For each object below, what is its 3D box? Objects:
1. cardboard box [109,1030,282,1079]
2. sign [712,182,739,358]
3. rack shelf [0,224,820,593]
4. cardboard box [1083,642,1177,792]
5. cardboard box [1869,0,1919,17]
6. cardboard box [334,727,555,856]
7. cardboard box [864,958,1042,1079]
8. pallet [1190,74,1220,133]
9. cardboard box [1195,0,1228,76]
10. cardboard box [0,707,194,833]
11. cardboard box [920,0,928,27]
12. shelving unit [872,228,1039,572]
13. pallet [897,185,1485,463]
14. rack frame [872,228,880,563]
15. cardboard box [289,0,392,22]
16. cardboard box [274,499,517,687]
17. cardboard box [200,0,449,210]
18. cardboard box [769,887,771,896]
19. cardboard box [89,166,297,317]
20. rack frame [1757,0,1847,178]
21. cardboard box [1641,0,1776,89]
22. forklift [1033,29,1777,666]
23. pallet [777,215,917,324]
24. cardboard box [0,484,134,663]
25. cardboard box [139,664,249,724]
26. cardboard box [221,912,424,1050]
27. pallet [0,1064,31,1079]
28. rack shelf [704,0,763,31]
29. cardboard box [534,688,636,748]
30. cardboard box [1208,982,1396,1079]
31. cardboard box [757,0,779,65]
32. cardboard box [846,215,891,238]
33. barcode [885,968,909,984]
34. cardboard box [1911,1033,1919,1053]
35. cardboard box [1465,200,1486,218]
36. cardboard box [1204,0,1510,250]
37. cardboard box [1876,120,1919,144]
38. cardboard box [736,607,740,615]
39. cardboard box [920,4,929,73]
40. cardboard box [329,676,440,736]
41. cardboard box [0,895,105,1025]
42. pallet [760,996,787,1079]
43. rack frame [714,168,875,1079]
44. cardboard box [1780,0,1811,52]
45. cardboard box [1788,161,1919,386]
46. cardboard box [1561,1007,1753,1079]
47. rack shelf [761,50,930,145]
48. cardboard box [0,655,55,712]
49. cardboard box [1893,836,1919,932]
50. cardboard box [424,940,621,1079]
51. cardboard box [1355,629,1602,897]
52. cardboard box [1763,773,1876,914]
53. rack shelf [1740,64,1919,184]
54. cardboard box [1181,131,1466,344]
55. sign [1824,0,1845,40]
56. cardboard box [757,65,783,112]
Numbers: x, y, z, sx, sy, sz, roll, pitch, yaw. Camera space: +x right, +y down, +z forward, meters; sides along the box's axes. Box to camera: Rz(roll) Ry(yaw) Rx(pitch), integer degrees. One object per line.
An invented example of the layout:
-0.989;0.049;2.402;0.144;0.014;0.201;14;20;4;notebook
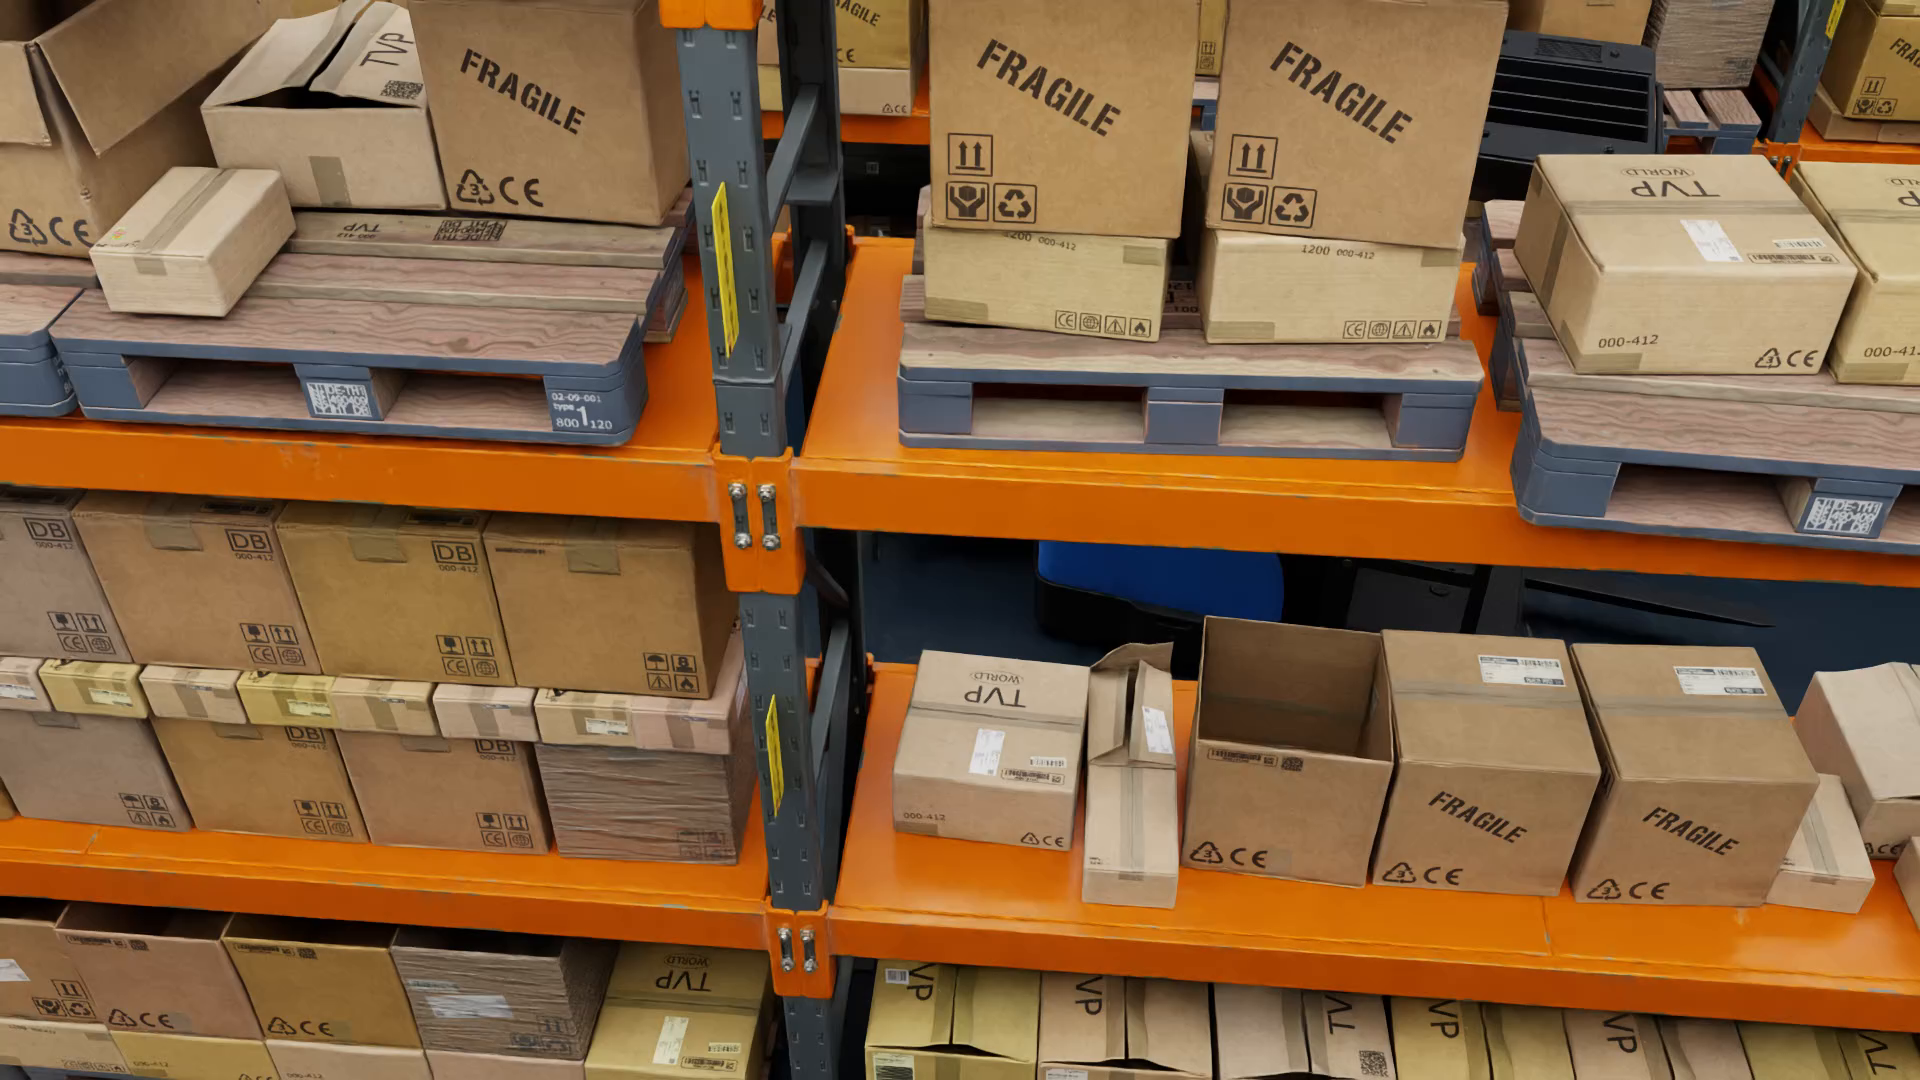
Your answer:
-2.373;1.475;5.408;0.500;0.250;0.500;3;39;4;cardboard box
-0.443;-0.508;3.150;0.005;0.325;0.100;3;39;4;sign
-2.389;-0.456;4.128;4.000;0.370;1.077;3;39;4;rack shelf
0.495;0.522;4.839;0.258;0.266;0.396;2;39;3;cardboard box
4.471;-2.625;7.674;0.500;0.250;0.500;4;39;5;cardboard box
-1.366;0.454;4.737;0.500;0.500;0.700;3;39;3;cardboard box
-0.007;1.402;5.052;0.500;0.311;0.500;3;39;4;cardboard box
0.776;-2.371;8.439;1.213;0.211;1.003;3;39;4;pallet
1.087;-2.704;8.268;0.500;0.500;0.700;7;40;8;cardboard box
-2.375;0.397;4.807;0.500;0.500;0.700;4;39;5;cardboard box
-0.423;-2.976;8.539;0.500;0.500;0.500;2;39;3;cardboard box
-0.007;-0.582;7.277;0.755;1.500;0.431;3;39;4;shelving unit
0.483;-0.512;3.778;1.217;0.209;0.805;2;39;2;pallet
-0.371;-0.602;7.301;0.023;1.500;0.400;3;39;4;rack frame
-3.017;-2.789;8.309;0.500;0.500;0.500;3;39;4;cardboard box
-1.343;-0.052;4.330;0.500;0.500;0.700;3;39;4;cardboard box
-1.414;-1.031;3.892;0.500;0.311;0.500;1;39;1;cardboard box
-0.832;0.928;5.485;0.500;0.500;0.500;3;39;4;cardboard box
-1.622;-0.640;3.539;0.250;0.149;0.380;3;39;4;cardboard box
4.012;-2.361;8.274;0.127;3.000;1.000;3;39;4;rack frame
3.543;-2.589;8.127;0.500;0.500;0.700;-1;39;-1;cardboard box
1.894;-0.740;6.338;3.031;2.935;1.130;12;41;14;forklift
-0.645;-1.511;9.440;1.213;0.211;1.003;3;39;4;pallet
-2.339;-0.107;4.398;0.500;0.500;0.700;3;39;4;cardboard box
-1.951;0.297;4.416;0.250;0.149;0.380;4;39;5;cardboard box
-1.873;1.203;5.148;0.500;0.500;0.500;3;39;4;cardboard box
-3.616;1.416;5.843;1.213;0.211;1.003;3;39;4;pallet
1.596;-1.246;3.040;4.000;0.370;1.077;3;39;4;rack shelf
-0.932;0.352;4.348;0.250;0.149;0.380;2;39;3;cardboard box
1.007;1.460;4.981;0.500;0.311;0.500;2;39;2;cardboard box
-0.969;-2.674;8.168;0.500;0.500;0.500;3;39;4;cardboard box
-0.509;-1.661;9.310;0.250;0.166;0.380;-2;39;-2;cardboard box
-0.179;1.239;4.722;0.075;0.075;0.001;3;39;4;barcode
3.045;1.567;4.849;0.500;0.311;0.500;4;39;5;cardboard box
2.728;-1.929;8.782;0.500;0.250;0.500;4;39;5;cardboard box
0.784;-0.947;3.353;0.500;0.500;0.500;7;40;8;cardboard box
4.570;-2.088;8.122;0.250;0.149;0.380;4;39;4;cardboard box
-0.648;0.110;4.645;0.250;0.149;0.380;3;39;4;cardboard box
-0.423;-2.689;8.780;0.500;0.250;0.500;4;39;4;cardboard box
-1.455;0.326;4.381;0.250;0.149;0.380;3;39;4;cardboard box
-2.869;1.146;5.217;0.500;0.500;0.500;3;39;4;cardboard box
-1.186;1.549;5.680;1.213;0.211;1.003;3;39;4;pallet
-0.397;0.537;4.714;0.127;3.000;1.000;3;39;4;rack frame
4.505;-2.663;8.314;0.500;0.500;0.500;3;39;4;cardboard box
2.039;-0.558;3.469;0.500;0.250;0.500;2;39;3;cardboard box
2.024;1.514;4.915;0.500;0.311;0.500;3;39;4;cardboard box
-1.966;-2.408;8.903;4.000;0.370;1.077;3;39;4;rack shelf
-2.478;0.270;4.449;0.250;0.149;0.380;3;39;4;cardboard box
2.668;0.977;4.372;0.250;0.149;0.380;3;39;4;cardboard box
-1.375;1.520;5.353;0.500;0.250;0.500;3;39;4;cardboard box
1.391;0.607;4.550;0.500;0.500;0.500;3;39;4;cardboard box
2.313;0.818;4.567;0.250;0.149;0.380;6;40;7;cardboard box
6.004;-1.973;8.367;4.000;0.370;1.077;3;39;4;rack shelf
0.764;-0.663;3.598;0.500;0.250;0.500;0;39;-1;cardboard box
3.974;-2.437;7.514;0.005;0.325;0.100;3;39;4;sign
-0.967;-2.396;8.420;0.500;0.250;0.500;3;39;4;cardboard box
